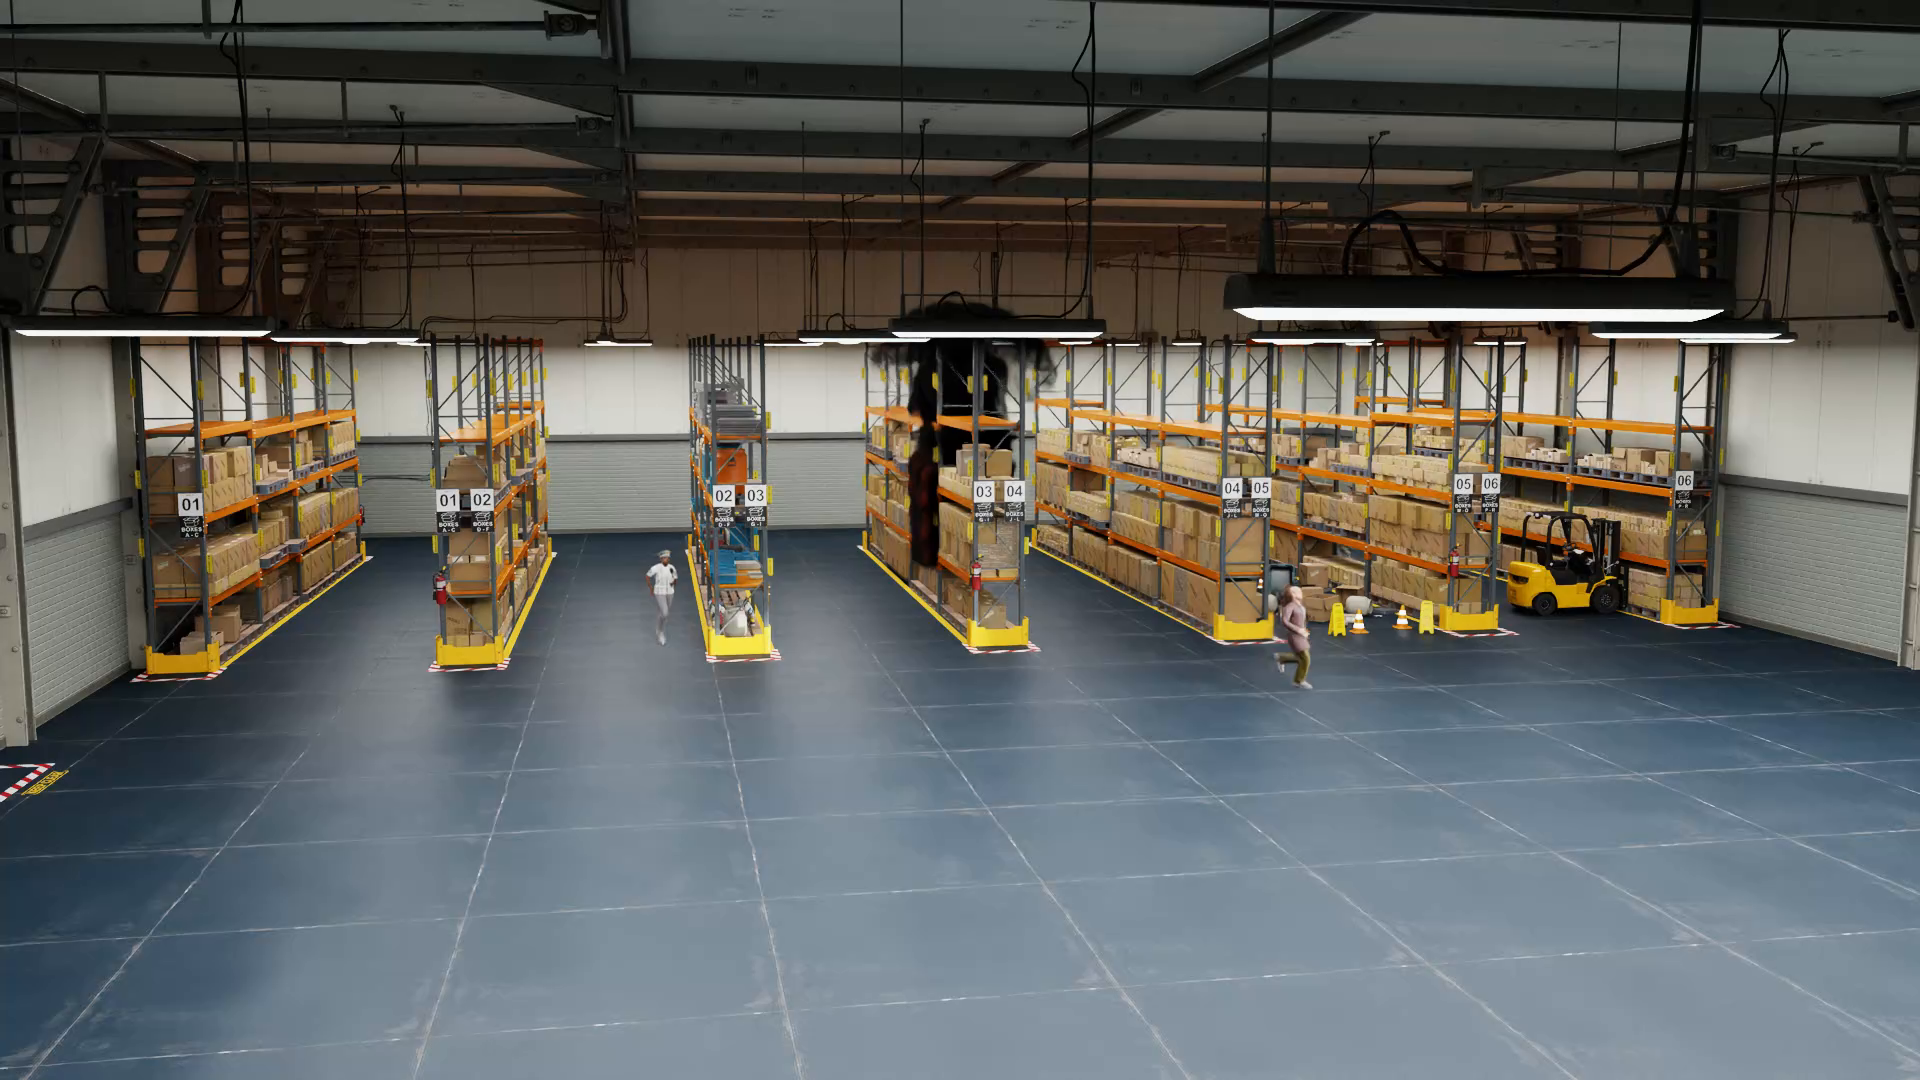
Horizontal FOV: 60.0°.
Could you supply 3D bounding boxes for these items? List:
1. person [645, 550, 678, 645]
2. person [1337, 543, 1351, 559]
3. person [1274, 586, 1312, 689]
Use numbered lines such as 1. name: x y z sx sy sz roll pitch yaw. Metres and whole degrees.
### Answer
1. person: -5.541 1.065 31.124 0.539 1.750 0.671 -5 8 -37
2. person: 10.127 -0.137 44.149 0.605 1.644 0.581 -2 7 -14
3. person: 5.677 1.644 28.323 0.717 1.718 0.730 4 7 28
